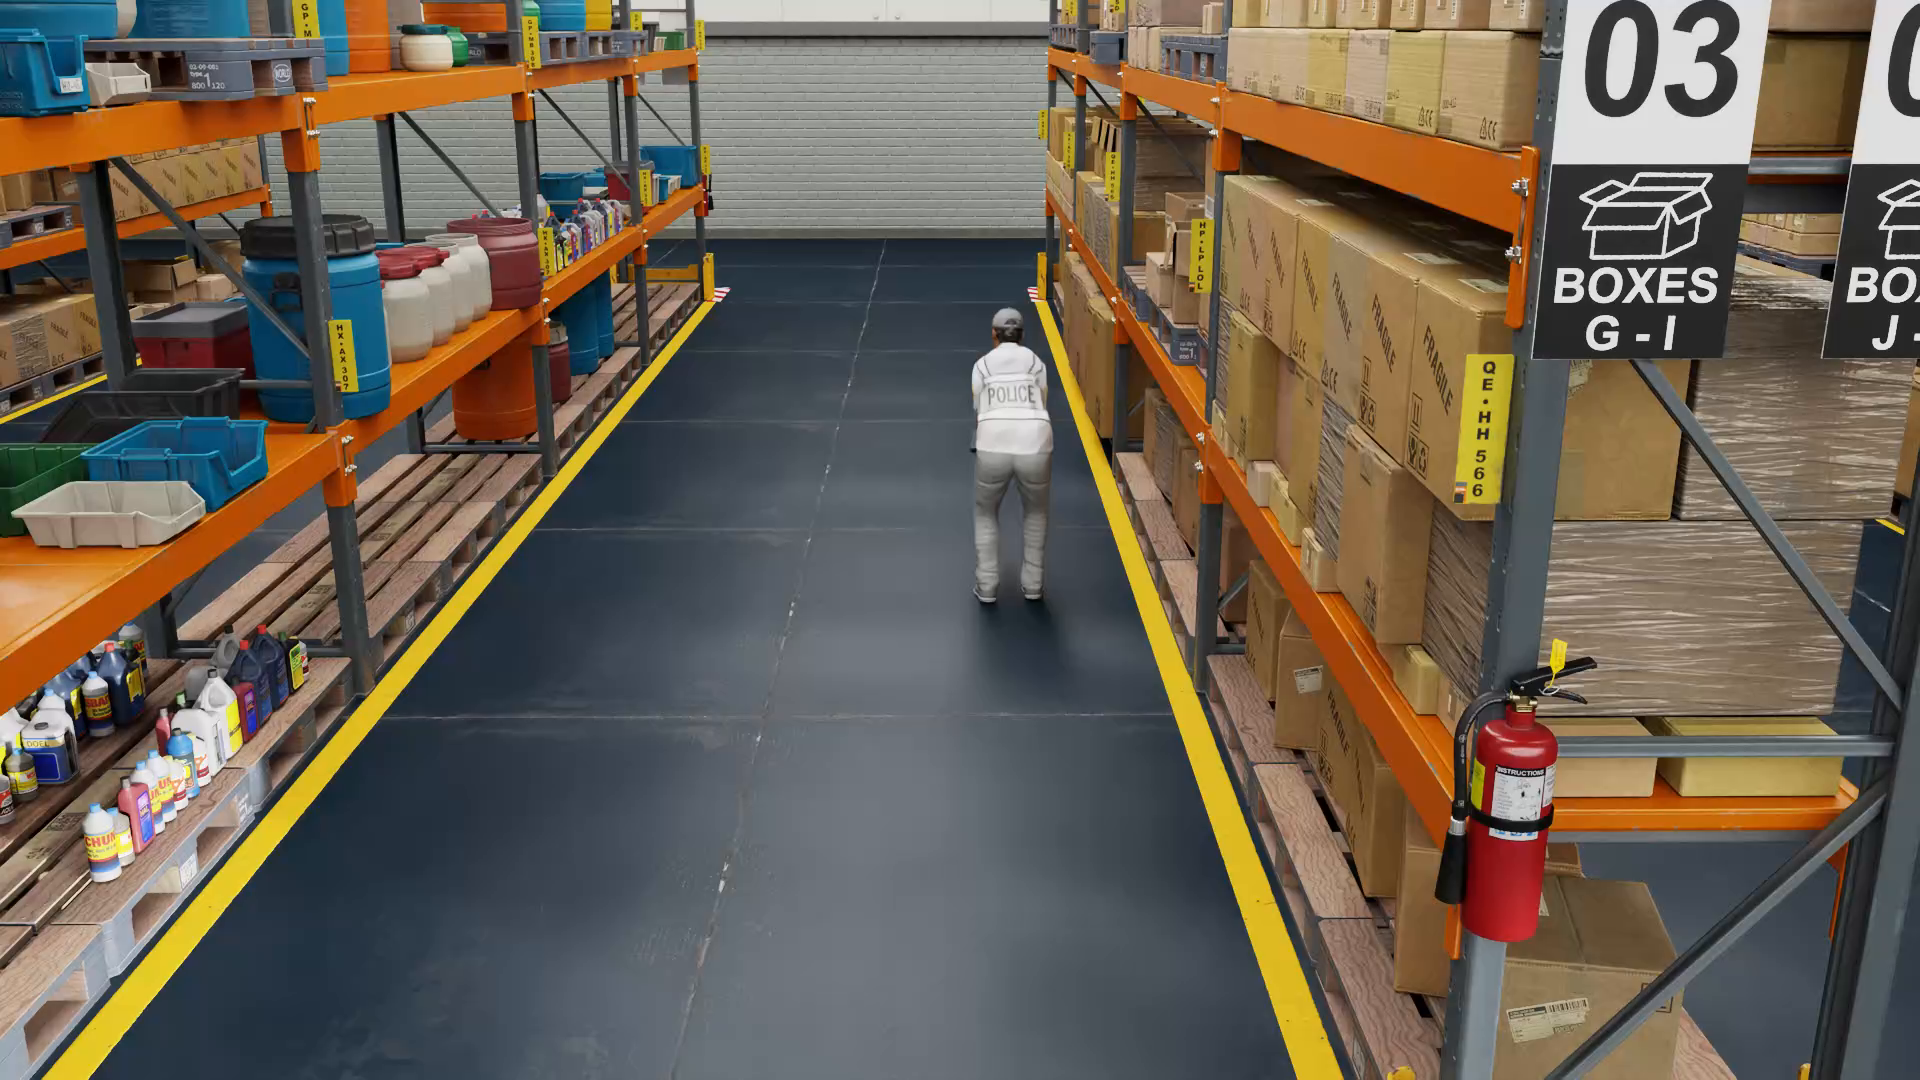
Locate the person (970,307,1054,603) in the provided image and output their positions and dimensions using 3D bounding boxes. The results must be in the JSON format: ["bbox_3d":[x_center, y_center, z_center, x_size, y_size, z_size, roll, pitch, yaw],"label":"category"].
[{"bbox_3d":[0.276,-0.462,9.164,0.452,1.596,0.648,-1,17,-2],"label":"person"}]
